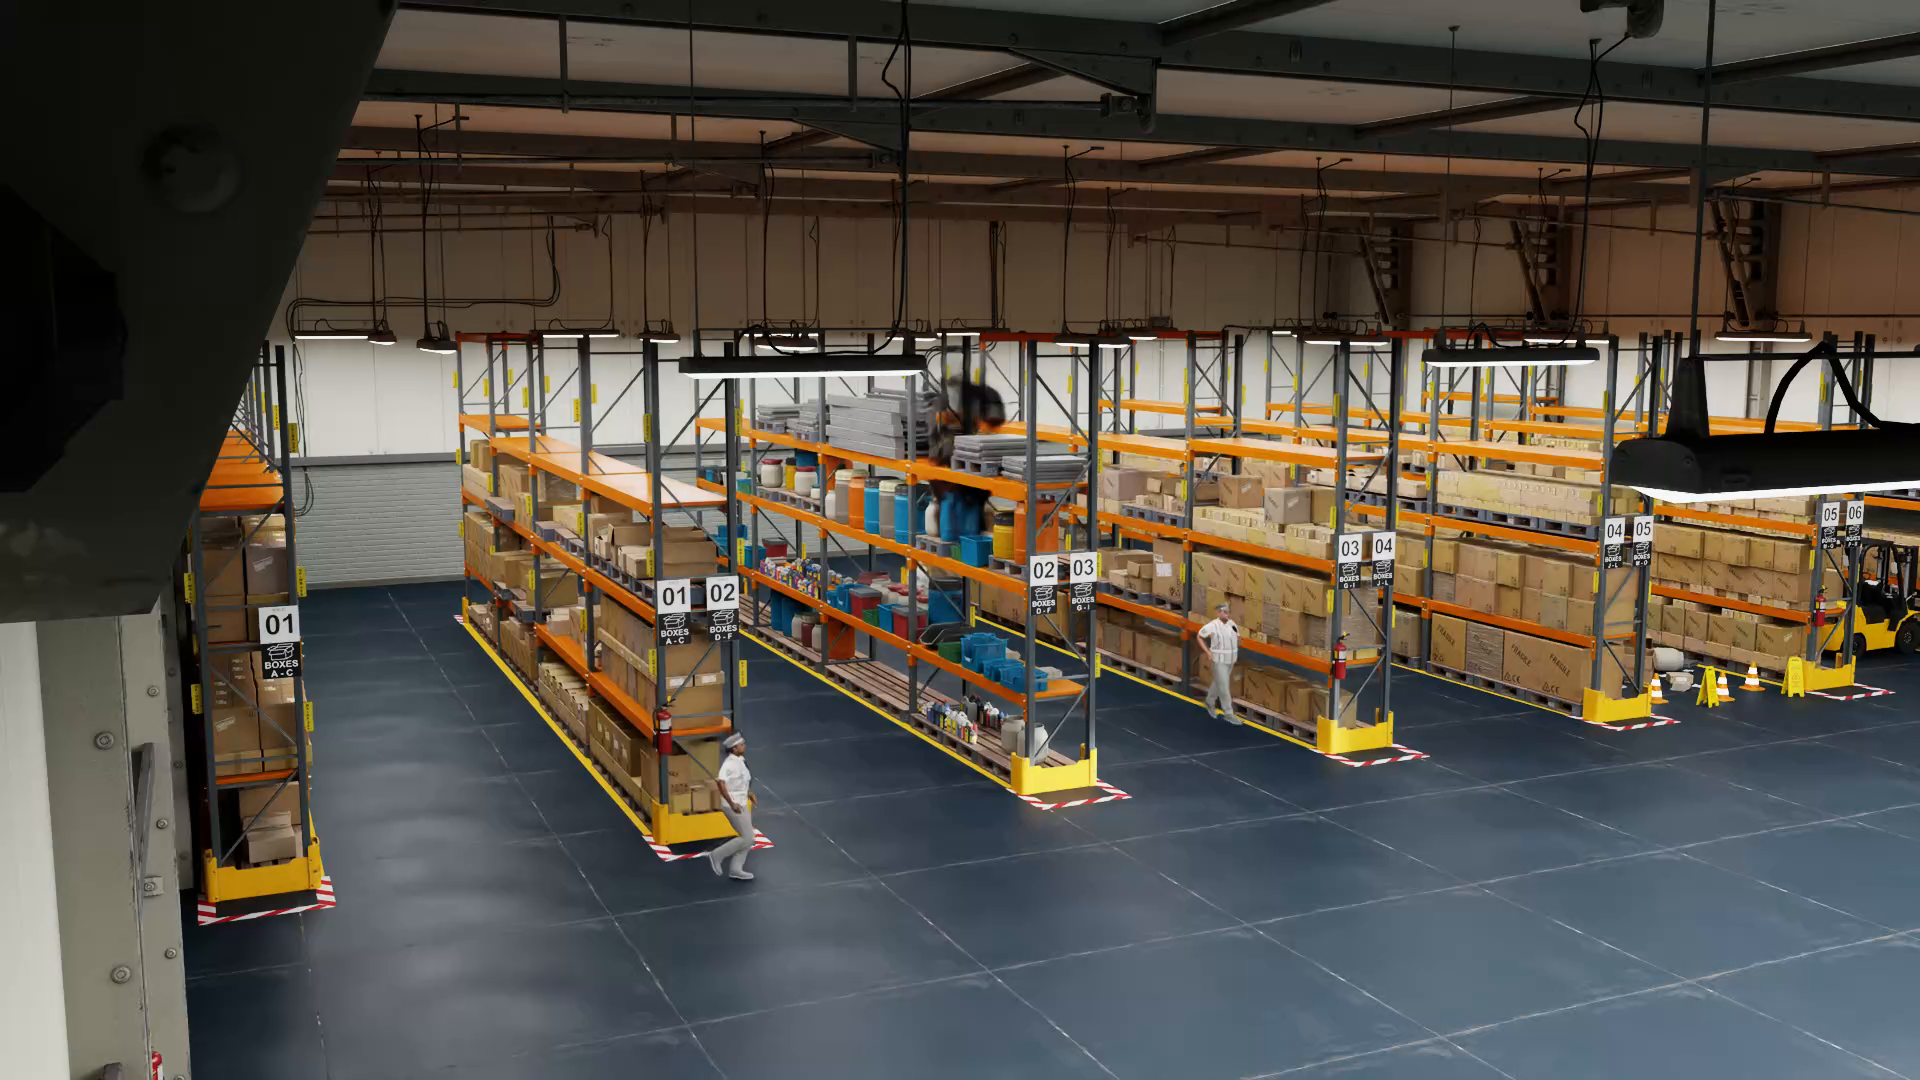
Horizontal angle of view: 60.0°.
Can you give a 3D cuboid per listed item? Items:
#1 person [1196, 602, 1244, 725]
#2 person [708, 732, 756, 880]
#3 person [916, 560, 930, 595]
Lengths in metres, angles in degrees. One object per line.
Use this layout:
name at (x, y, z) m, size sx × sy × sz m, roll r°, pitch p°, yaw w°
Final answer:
person at (3.943, 1.824, 24.789) m, size 0.662 × 1.828 × 0.891 m, roll -6°, pitch 10°, yaw -36°
person at (-2.576, 2.992, 18.850) m, size 0.522 × 1.645 × 0.635 m, roll 0°, pitch 8°, yaw -1°
person at (-0.768, 1.111, 32.446) m, size 0.599 × 1.735 × 0.811 m, roll -5°, pitch 9°, yaw -34°
